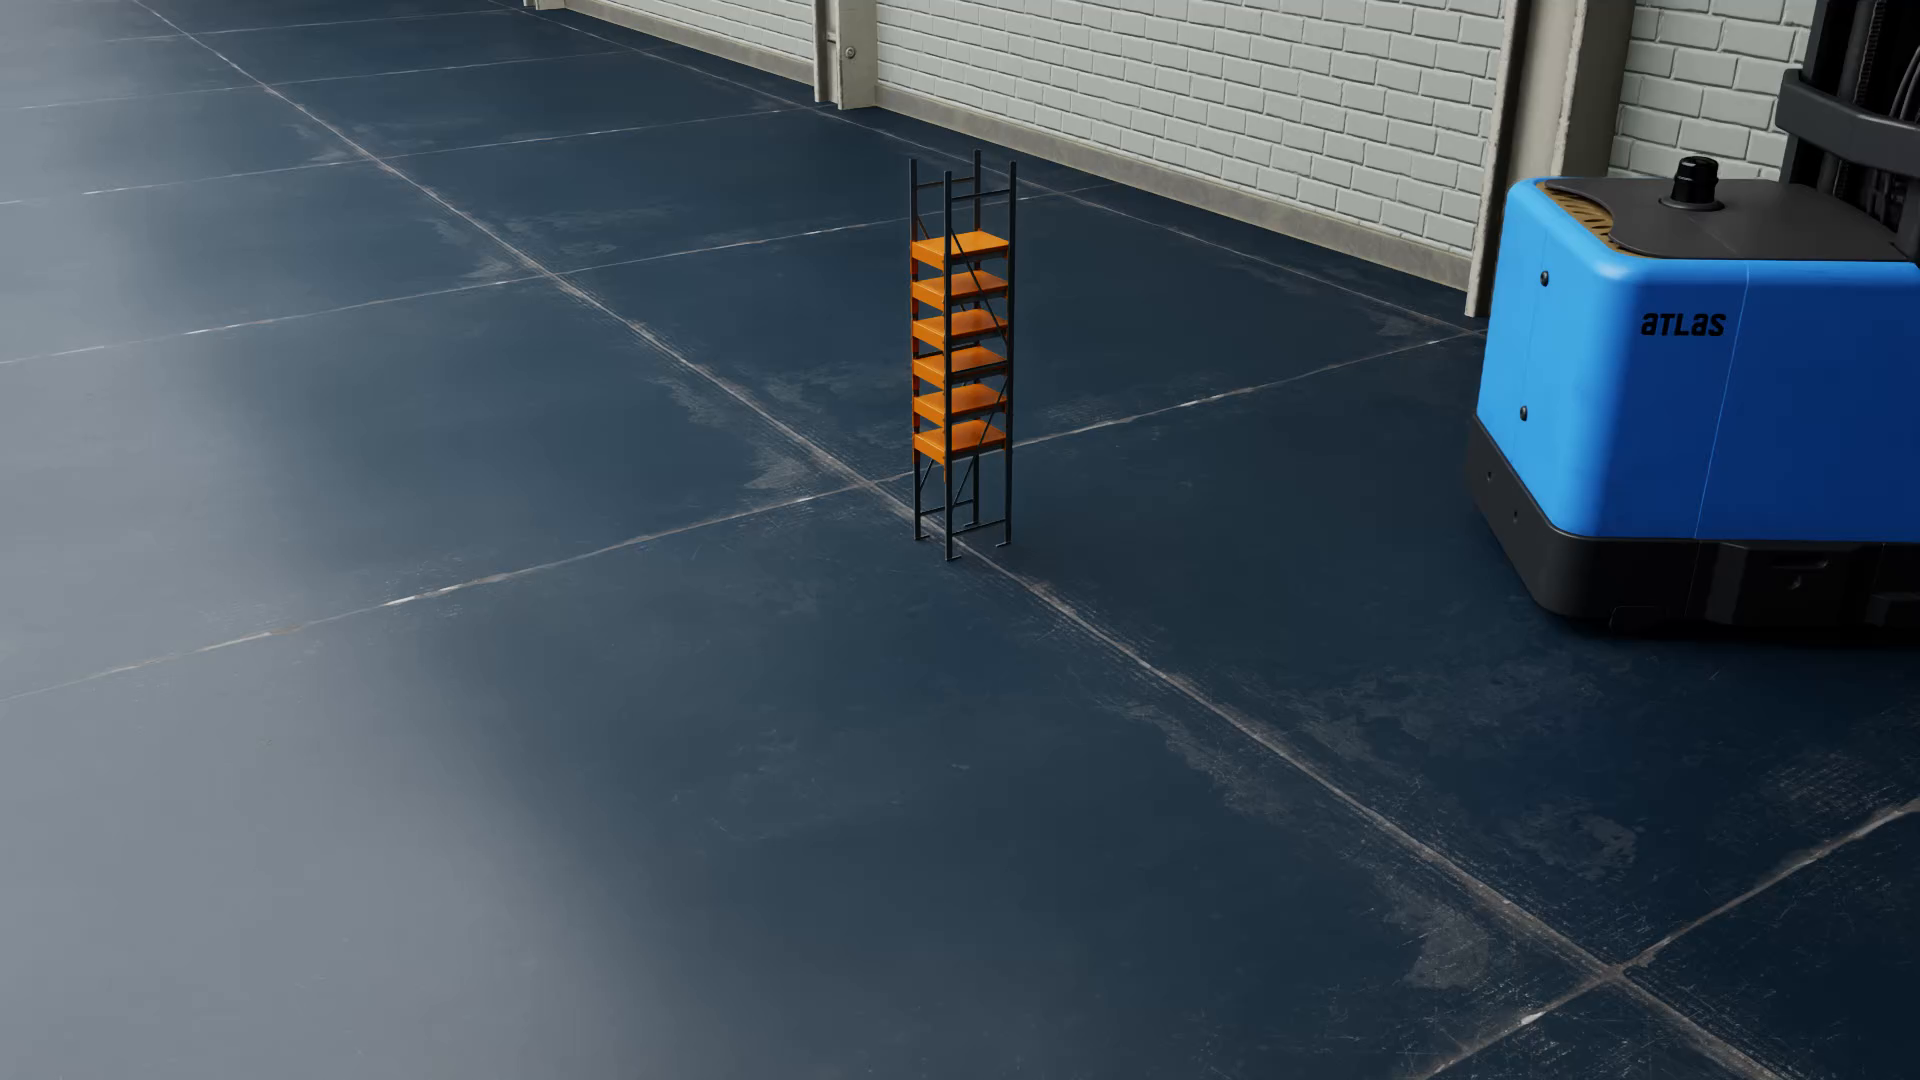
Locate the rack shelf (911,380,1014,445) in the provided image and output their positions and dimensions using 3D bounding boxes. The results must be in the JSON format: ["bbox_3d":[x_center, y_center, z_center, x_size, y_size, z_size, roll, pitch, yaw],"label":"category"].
[{"bbox_3d":[0.008,-0.389,5.053,0.258,0.103,0.180,-16,29,-30],"label":"rack shelf"}]

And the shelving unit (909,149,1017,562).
[{"bbox_3d":[0.008,-0.537,4.983,0.258,1.200,0.189,-16,29,-30],"label":"shelving unit"}]

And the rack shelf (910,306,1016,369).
[{"bbox_3d":[0.008,-0.606,4.951,0.258,0.103,0.180,-16,29,-30],"label":"rack shelf"}]

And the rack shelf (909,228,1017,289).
[{"bbox_3d":[0.008,-0.823,4.848,0.258,0.103,0.180,-16,29,-30],"label":"rack shelf"}]

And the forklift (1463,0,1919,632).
[{"bbox_3d":[3.158,-1.247,4.459,3.031,2.935,1.130,1,25,2],"label":"forklift"}]

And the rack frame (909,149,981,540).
[{"bbox_3d":[-0.042,-0.570,5.052,0.240,1.200,0.006,-16,29,-30],"label":"rack frame"}]

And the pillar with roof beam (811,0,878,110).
[{"bbox_3d":[-4.413,-6.178,7.796,9.100,9.000,0.400,-16,29,-30],"label":"pillar with roof beam"}]

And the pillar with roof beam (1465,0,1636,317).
[{"bbox_3d":[-1.138,-4.032,3.250,9.100,9.000,0.400,-16,29,-30],"label":"pillar with roof beam"}]

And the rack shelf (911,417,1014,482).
[{"bbox_3d":[0.008,-0.280,5.104,0.258,0.103,0.180,-16,29,-30],"label":"rack shelf"}]

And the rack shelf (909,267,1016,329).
[{"bbox_3d":[0.008,-0.714,4.899,0.258,0.103,0.180,-16,29,-30],"label":"rack shelf"}]

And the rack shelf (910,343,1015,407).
[{"bbox_3d":[0.008,-0.497,5.002,0.258,0.103,0.180,-16,29,-30],"label":"rack shelf"}]

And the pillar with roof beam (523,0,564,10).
[{"bbox_3d":[-7.689,-8.324,12.342,9.100,9.000,0.400,-16,29,-30],"label":"pillar with roof beam"}]

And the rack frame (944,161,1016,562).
[{"bbox_3d":[0.058,-0.505,4.914,0.240,1.200,0.006,-16,29,-30],"label":"rack frame"}]
